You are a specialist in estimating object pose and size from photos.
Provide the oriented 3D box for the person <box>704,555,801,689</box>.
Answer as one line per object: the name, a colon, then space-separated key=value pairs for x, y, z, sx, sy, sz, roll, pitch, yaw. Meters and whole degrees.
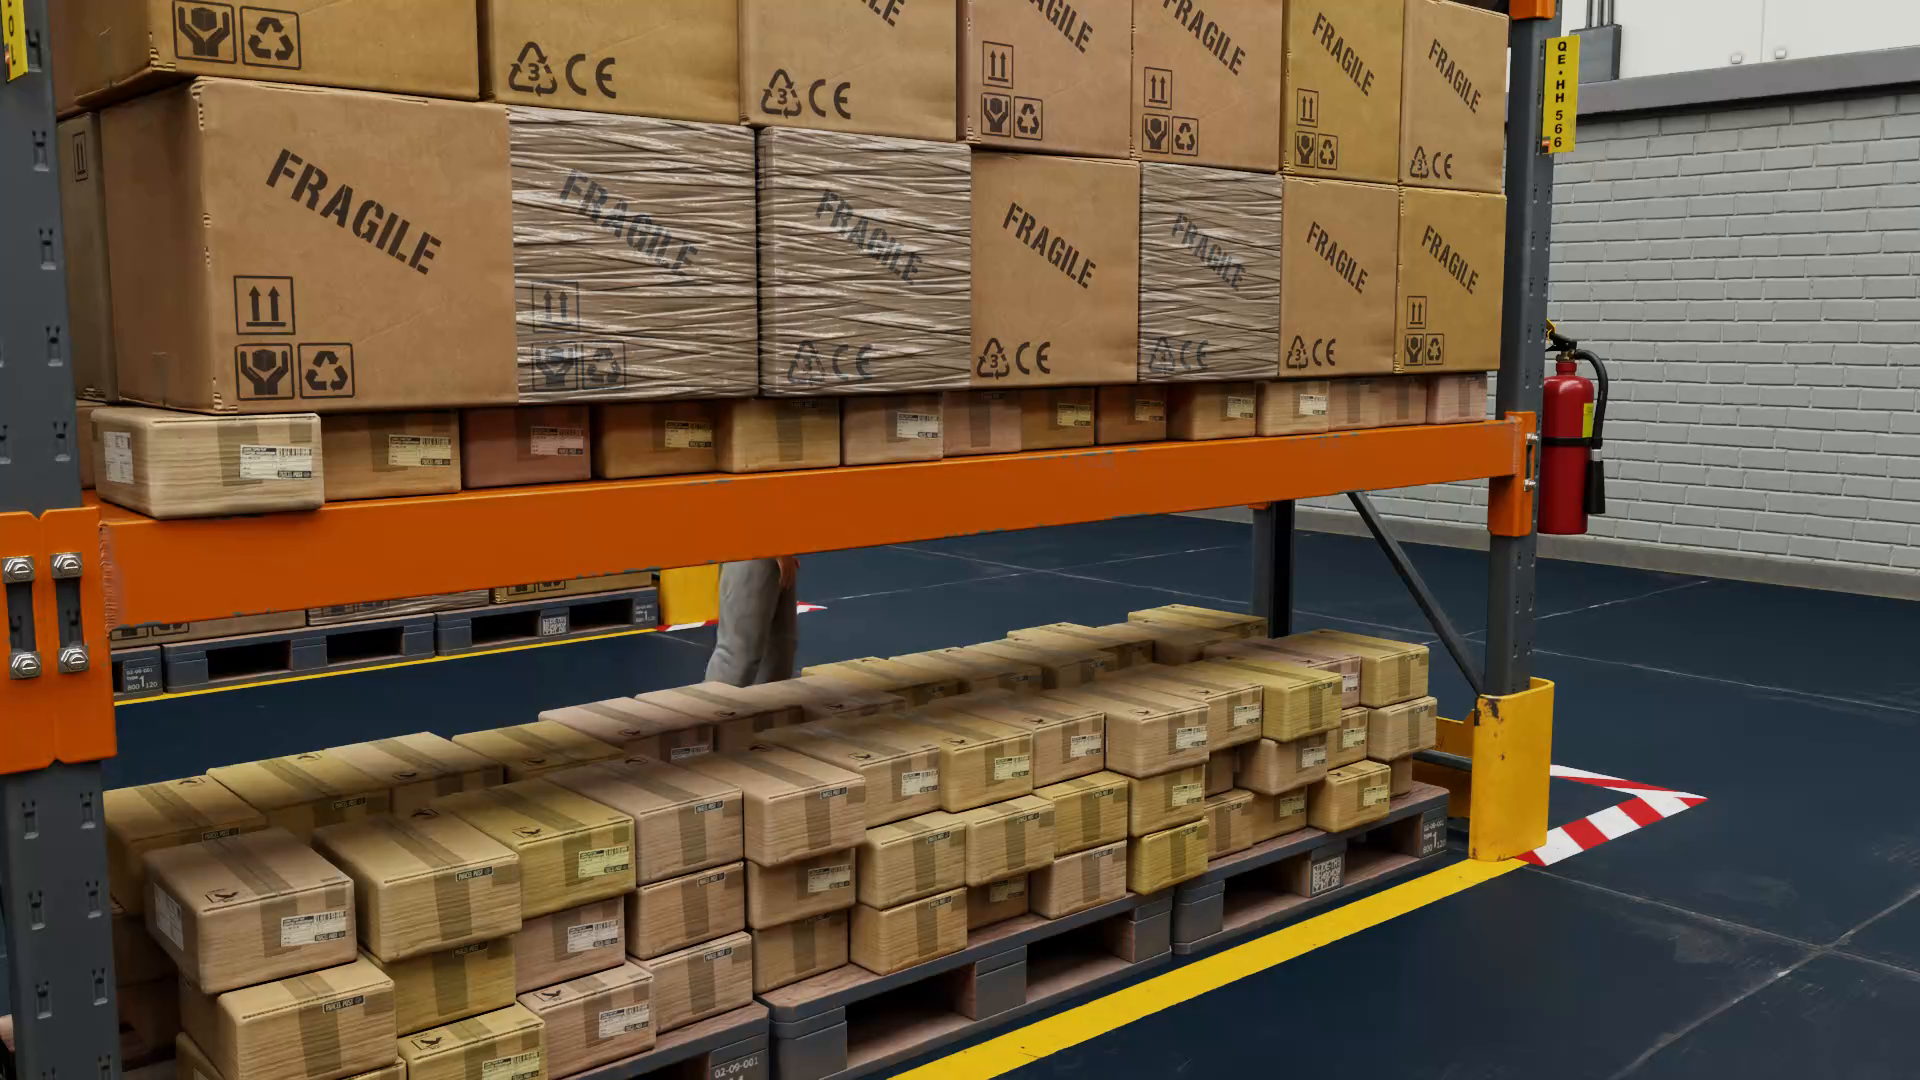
person: x=-0.657 y=0.017 z=5.622 sx=0.546 sy=1.673 sz=0.486 roll=-2 pitch=8 yaw=-13
